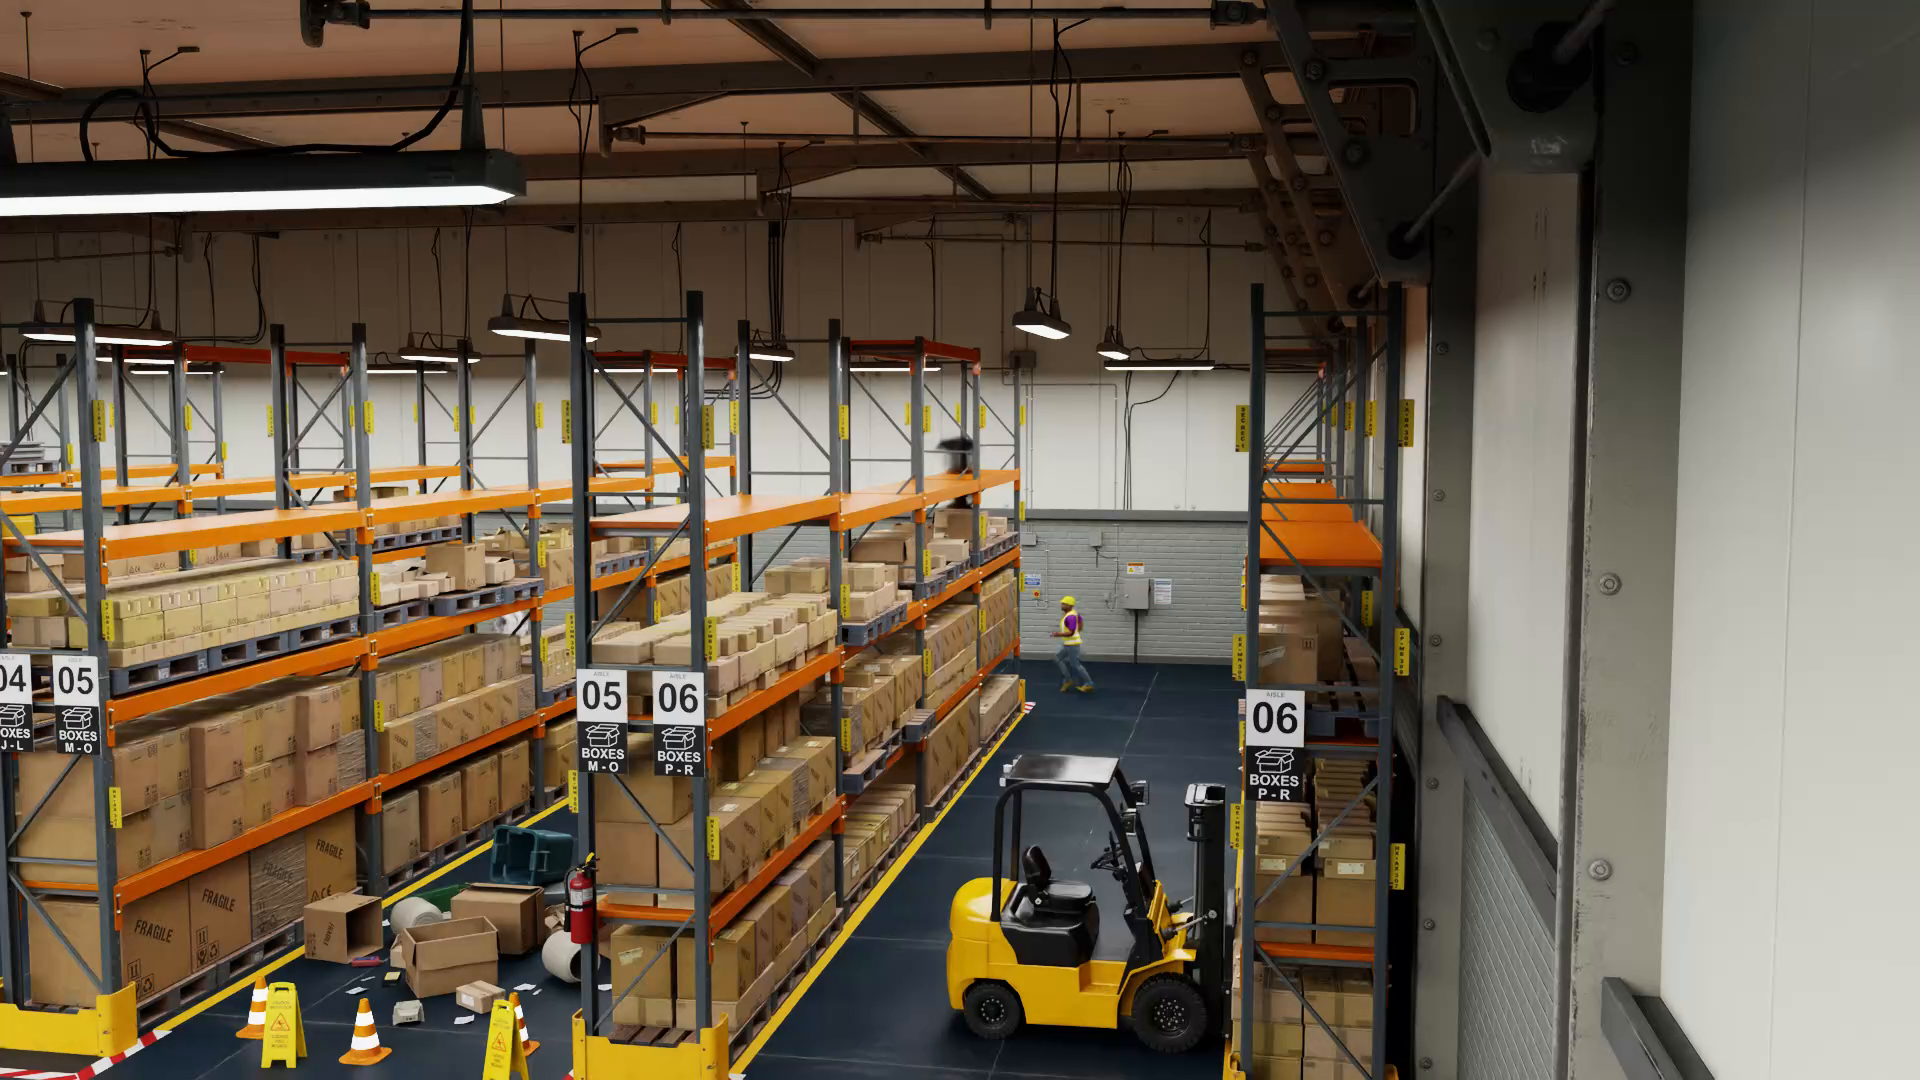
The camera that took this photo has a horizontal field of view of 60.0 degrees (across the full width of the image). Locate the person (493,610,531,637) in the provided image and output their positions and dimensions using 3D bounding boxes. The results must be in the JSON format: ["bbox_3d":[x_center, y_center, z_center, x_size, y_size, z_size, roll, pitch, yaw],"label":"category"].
[{"bbox_3d":[-8.240,1.836,30.742,0.803,1.719,0.714,4,6,43],"label":"person"}]

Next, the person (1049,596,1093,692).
[{"bbox_3d":[2.001,1.893,29.967,0.815,1.776,0.616,0,5,-4],"label":"person"}]
